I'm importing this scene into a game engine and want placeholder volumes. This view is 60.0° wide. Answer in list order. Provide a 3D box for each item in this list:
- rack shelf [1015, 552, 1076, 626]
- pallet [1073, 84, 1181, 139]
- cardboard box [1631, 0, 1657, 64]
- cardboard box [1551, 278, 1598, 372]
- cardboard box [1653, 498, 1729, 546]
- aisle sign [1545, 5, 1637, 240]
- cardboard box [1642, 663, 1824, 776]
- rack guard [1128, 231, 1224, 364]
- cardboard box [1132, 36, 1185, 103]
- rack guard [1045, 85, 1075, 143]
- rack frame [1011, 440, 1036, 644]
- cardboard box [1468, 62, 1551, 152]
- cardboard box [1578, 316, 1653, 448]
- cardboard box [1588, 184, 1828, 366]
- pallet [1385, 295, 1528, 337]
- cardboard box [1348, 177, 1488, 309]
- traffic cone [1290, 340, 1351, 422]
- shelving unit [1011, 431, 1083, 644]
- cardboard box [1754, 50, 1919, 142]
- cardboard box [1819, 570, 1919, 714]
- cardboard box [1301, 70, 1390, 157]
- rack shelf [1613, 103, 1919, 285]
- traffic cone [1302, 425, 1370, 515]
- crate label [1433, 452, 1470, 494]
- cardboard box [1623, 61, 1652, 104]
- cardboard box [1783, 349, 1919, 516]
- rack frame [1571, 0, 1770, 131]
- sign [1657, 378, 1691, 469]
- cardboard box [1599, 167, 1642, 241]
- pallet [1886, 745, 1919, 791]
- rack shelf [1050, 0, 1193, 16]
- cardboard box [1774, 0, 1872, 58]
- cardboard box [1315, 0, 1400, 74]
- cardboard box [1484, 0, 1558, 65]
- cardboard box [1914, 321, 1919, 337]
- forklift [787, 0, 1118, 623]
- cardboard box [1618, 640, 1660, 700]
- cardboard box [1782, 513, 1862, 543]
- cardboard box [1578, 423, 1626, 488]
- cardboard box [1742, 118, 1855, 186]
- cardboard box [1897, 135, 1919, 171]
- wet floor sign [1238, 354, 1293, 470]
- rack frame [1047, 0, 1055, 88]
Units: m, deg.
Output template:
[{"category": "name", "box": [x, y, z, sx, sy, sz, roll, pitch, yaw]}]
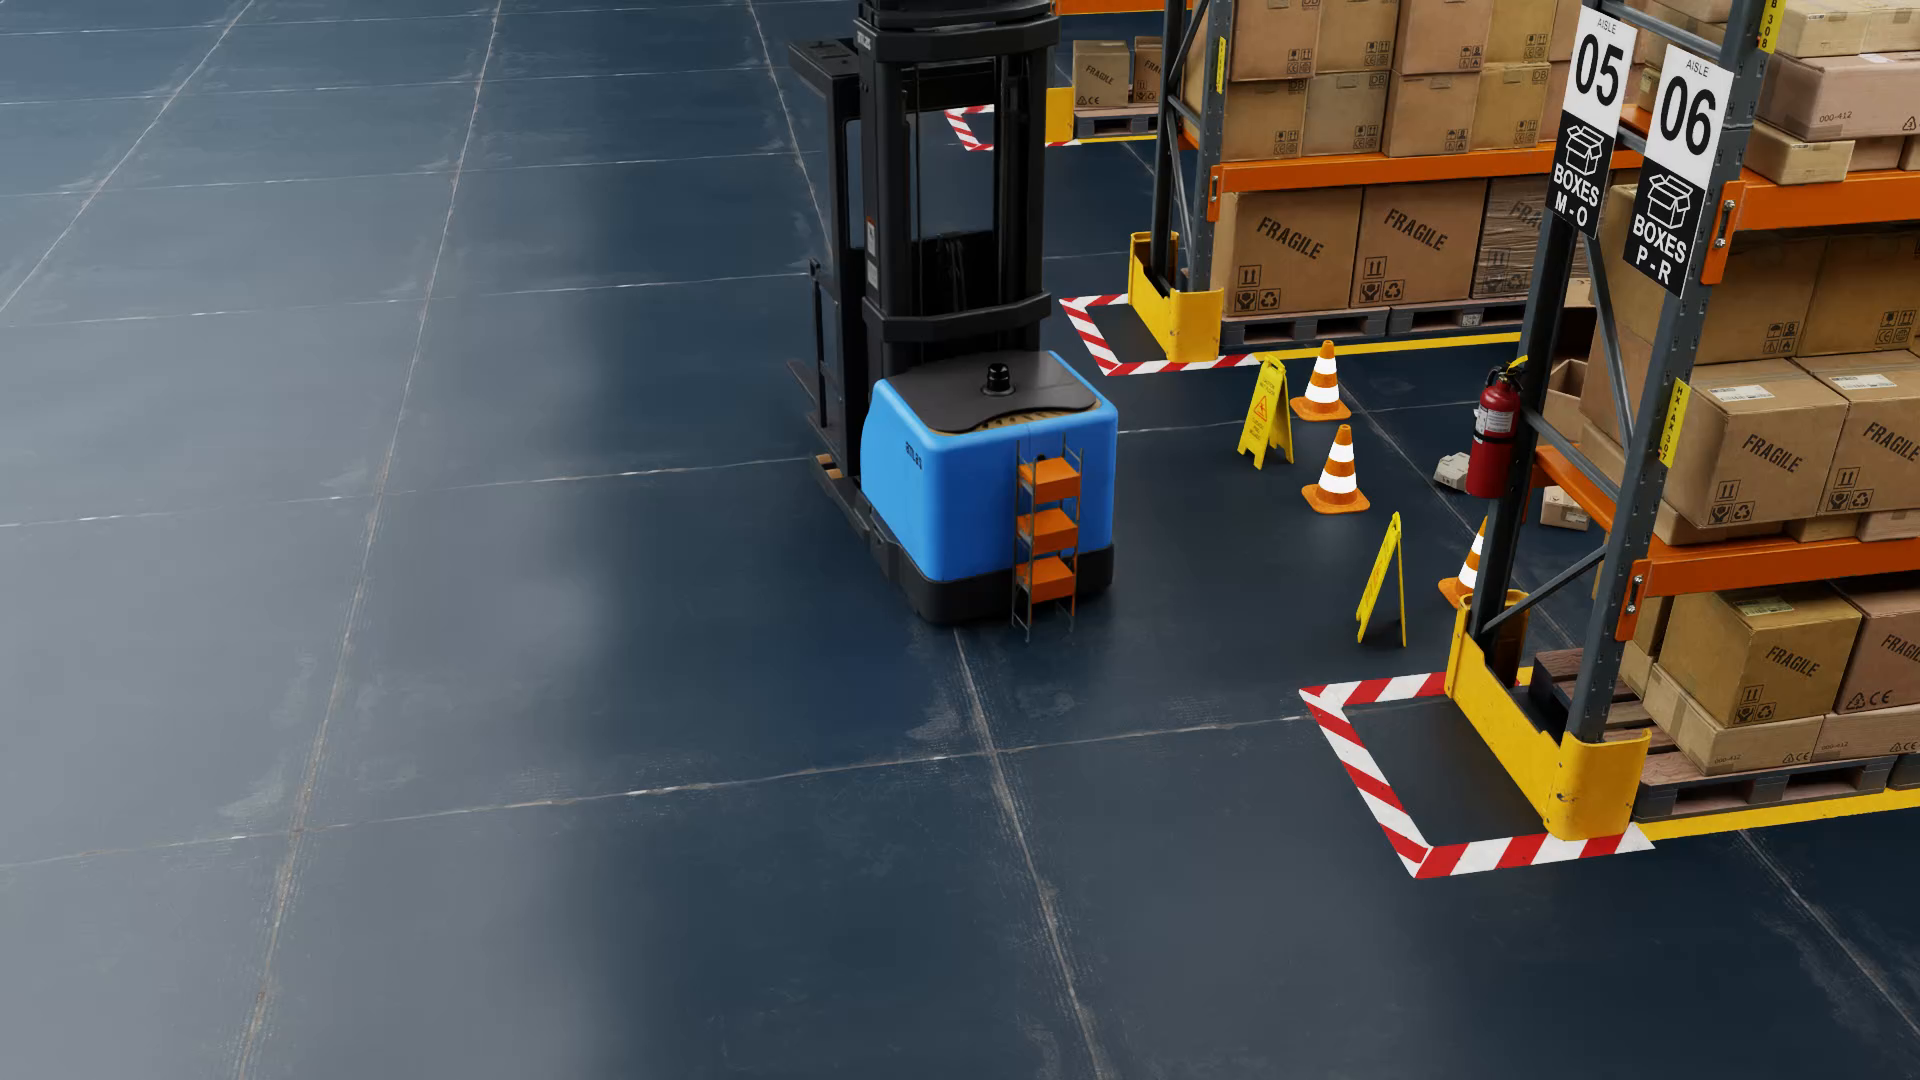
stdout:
[{"category": "rack shelf", "box": [0.417, 0.243, 8.256, 0.240, 0.259, 0.215, -12, 34, -20]}, {"category": "pallet", "box": [1.592, -4.125, 15.946, 1.213, 0.211, 1.003, -5, 31, -9]}, {"category": "cardboard box", "box": [4.551, -3.552, 11.008, 0.550, 0.550, 0.875, -5, 31, -9]}, {"category": "cardboard box", "box": [4.098, -1.416, 11.053, 0.500, 0.500, 0.500, 0, 30, 0]}, {"category": "cardboard box", "box": [2.868, -0.142, 6.670, 0.250, 0.149, 0.380, -5, 31, -9]}, {"category": "aisle sign", "box": [2.383, -1.582, 6.306, 0.004, 0.787, 0.394, -5, 31, -9]}, {"category": "cardboard box", "box": [3.340, 0.746, 7.210, 0.500, 0.250, 0.500, -6, 31, -9]}, {"category": "rack guard", "box": [1.482, -1.701, 11.540, 0.348, 0.500, 1.175, -5, 31, -9]}, {"category": "cardboard box", "box": [1.911, -4.487, 15.863, 0.500, 0.500, 0.500, 2, 31, 4]}, {"category": "rack guard", "box": [0.786, -4.193, 15.777, 0.348, 0.500, 1.175, -5, 31, -9]}, {"category": "rack frame", "box": [0.307, 0.021, 8.064, 0.008, 1.050, 0.200, -12, 34, -20]}, {"category": "cardboard box", "box": [3.487, -3.021, 11.170, 0.500, 0.550, 0.875, -5, 31, -9]}, {"category": "cardboard box", "box": [2.981, -0.680, 6.946, 0.500, 0.500, 0.500, -6, 31, -10]}, {"category": "cardboard box", "box": [2.960, -1.080, 6.639, 0.500, 0.500, 0.700, -6, 31, -10]}, {"category": "pallet", "box": [3.476, -1.801, 11.994, 1.213, 0.211, 1.003, -5, 31, -9]}, {"category": "cardboard box", "box": [3.026, -2.222, 11.642, 0.875, 0.875, 0.875, -6, 31, -10]}, {"category": "traffic cone", "box": [2.284, -1.028, 10.432, 0.334, 0.463, 0.336, -5, 31, -9]}, {"category": "shelving unit", "box": [0.419, -0.003, 8.105, 0.252, 1.050, 0.215, -12, 34, -20]}, {"category": "cardboard box", "box": [3.039, -1.592, 5.783, 0.500, 0.250, 0.500, -6, 31, -10]}, {"category": "cardboard box", "box": [3.877, 0.371, 7.109, 0.500, 0.500, 0.500, -6, 31, -11]}, {"category": "cardboard box", "box": [2.399, -2.963, 11.072, 0.550, 0.550, 0.875, -5, 31, -9]}, {"category": "rack shelf", "box": [4.464, -1.488, 6.461, 4.000, 0.370, 1.077, -5, 31, -9]}, {"category": "traffic cone", "box": [2.153, -0.433, 9.421, 0.334, 0.463, 0.336, -5, 31, -9]}, {"category": "crate label", "box": [2.915, -0.396, 9.678, 0.298, 0.136, 0.250, -23, 38, -34]}, {"category": "cardboard box", "box": [4.542, -3.110, 11.321, 0.550, 0.550, 0.875, -5, 31, -9]}, {"category": "cardboard box", "box": [3.521, -0.447, 6.550, 0.500, 0.500, 0.500, -4, 31, -7]}, {"category": "rack frame", "box": [2.497, -2.908, 5.208, 0.127, 3.000, 1.000, -5, 31, -9]}, {"category": "sign", "box": [2.594, -0.425, 6.049, 0.005, 0.325, 0.100, -5, 31, -9]}, {"category": "cardboard box", "box": [4.809, -2.389, 11.925, 0.875, 0.875, 0.875, -5, 31, -8]}, {"category": "pallet", "box": [4.574, 0.707, 7.730, 1.213, 0.211, 1.003, -5, 31, -9]}, {"category": "rack shelf", "box": [2.679, -5.136, 15.625, 4.000, 0.370, 1.077, -5, 31, -9]}, {"category": "cardboard box", "box": [2.883, -1.781, 5.712, 0.250, 0.149, 0.380, -6, 31, -9]}, {"category": "cardboard box", "box": [2.402, -3.422, 10.787, 0.550, 0.550, 0.875, -5, 31, -9]}, {"category": "cardboard box", "box": [3.475, -3.518, 10.951, 0.500, 0.550, 0.875, -5, 31, -9]}, {"category": "cardboard box", "box": [3.942, -1.220, 6.878, 0.500, 0.500, 0.700, -6, 31, -10]}, {"category": "forklift", "box": [-0.230, -1.579, 8.934, 1.130, 2.935, 3.031, -12, 32, -19]}, {"category": "cardboard box", "box": [3.267, 0.472, 7.677, 0.500, 0.250, 0.500, -5, 31, -9]}, {"category": "cardboard box", "box": [3.389, -0.156, 6.693, 0.250, 0.149, 0.380, -6, 31, -11]}, {"category": "cardboard box", "box": [2.826, -0.355, 7.032, 0.250, 0.149, 0.380, -4, 31, -7]}, {"category": "cardboard box", "box": [2.881, -1.375, 5.808, 0.250, 0.149, 0.380, -5, 31, -9]}, {"category": "cardboard box", "box": [3.390, -1.451, 5.937, 0.250, 0.149, 0.380, -4, 31, -8]}, {"category": "wet floor sign", "box": [1.834, -0.776, 9.824, 0.232, 0.644, 0.267, -11, 32, -17]}, {"category": "rack frame", "box": [0.712, -5.263, 15.132, 0.127, 3.000, 1.000, -5, 31, -9]}]
